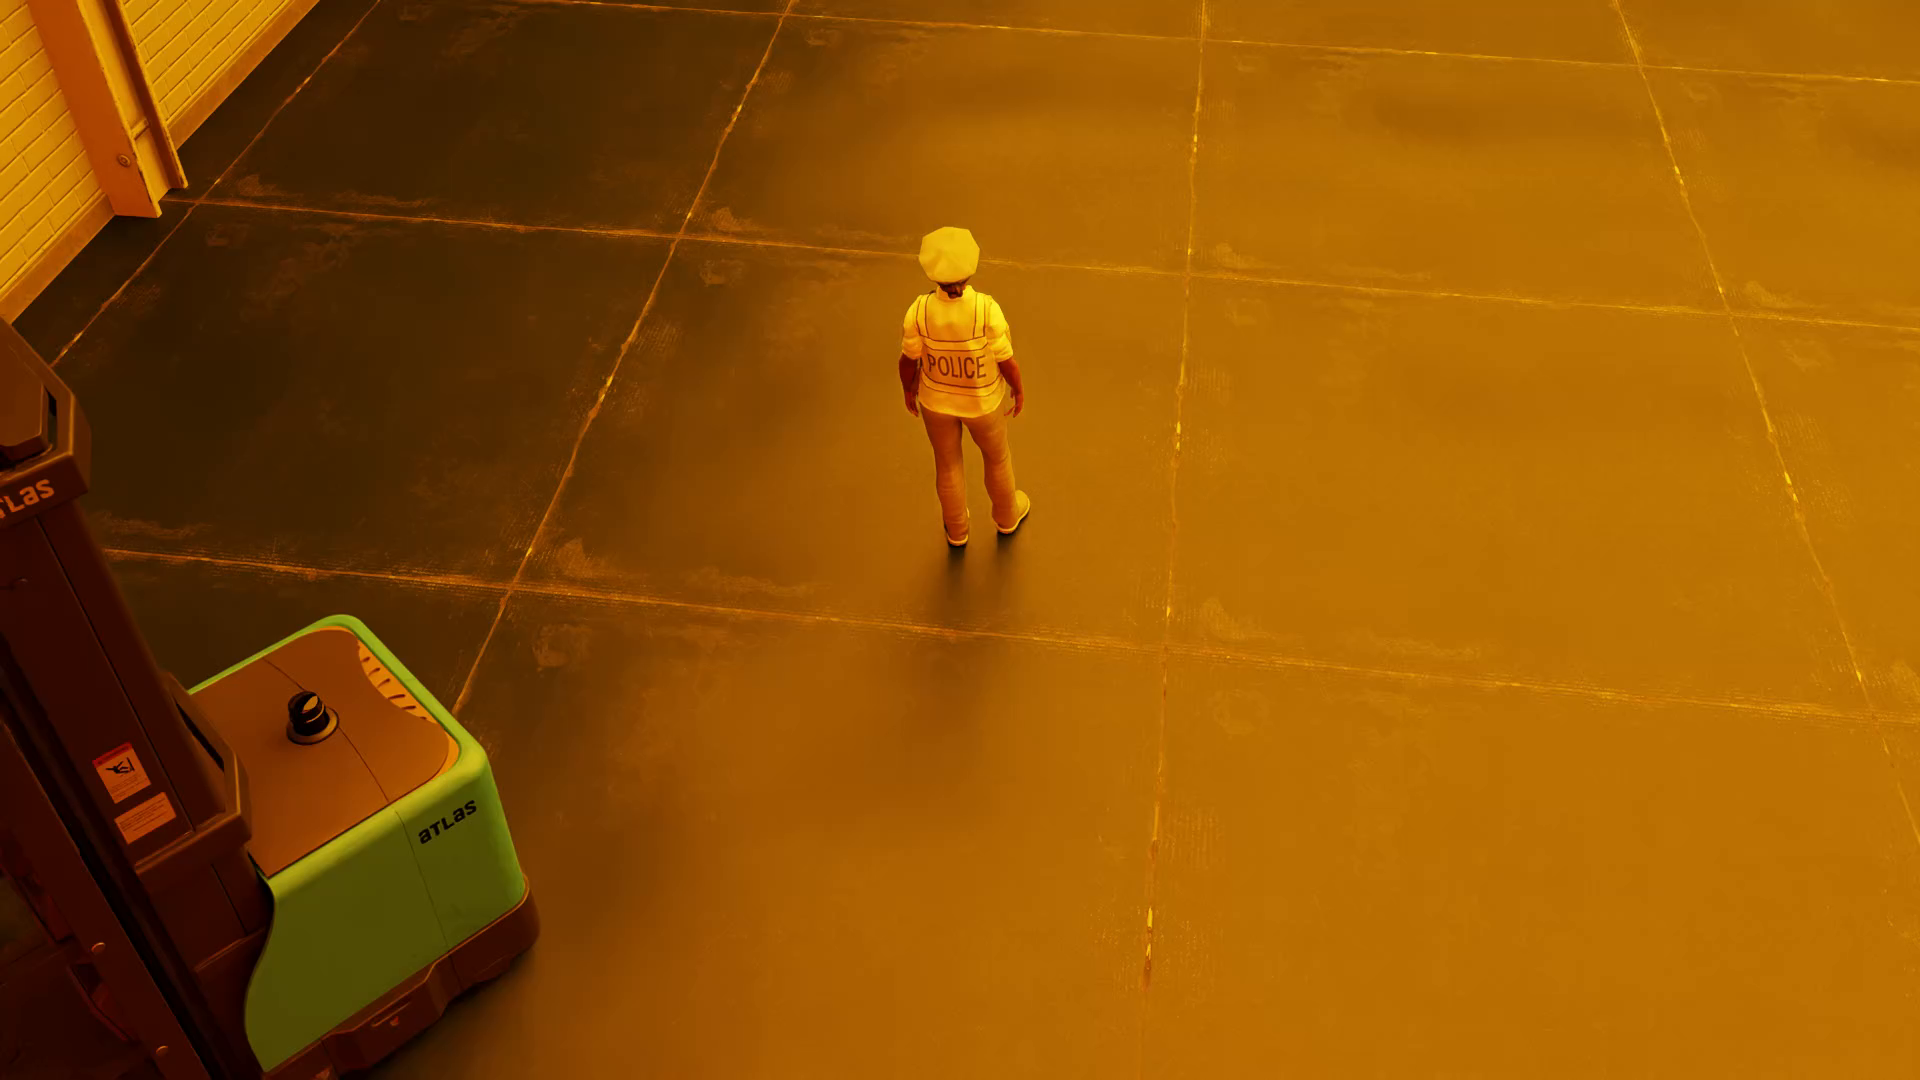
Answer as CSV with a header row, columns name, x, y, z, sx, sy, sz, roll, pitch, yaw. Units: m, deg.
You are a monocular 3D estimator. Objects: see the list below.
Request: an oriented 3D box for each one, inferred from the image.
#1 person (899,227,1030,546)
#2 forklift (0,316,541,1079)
name,x,y,z,sx,sy,sz,roll,pitch,yaw
person,0.030,-0.678,7.365,0.570,1.695,0.530,5,43,6
forklift,-2.982,0.878,4.768,3.031,2.935,1.130,-33,52,-30
